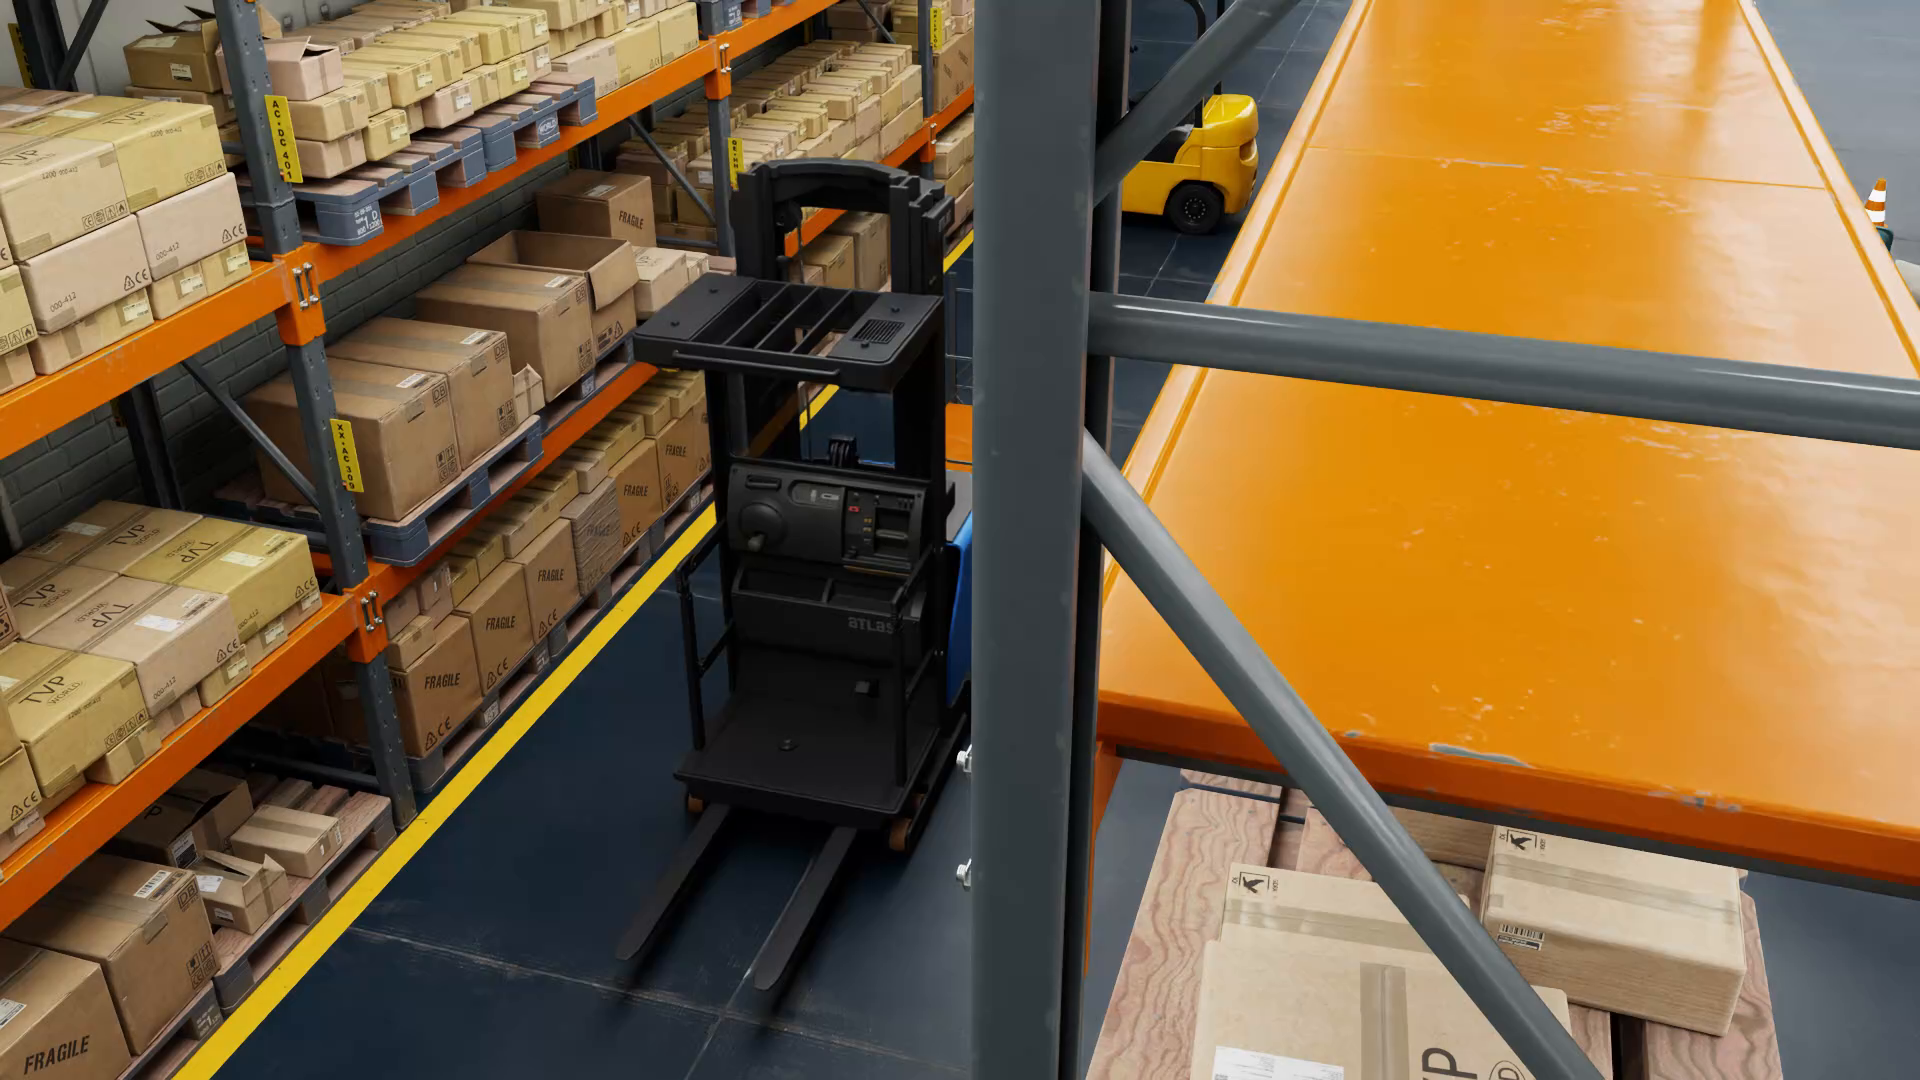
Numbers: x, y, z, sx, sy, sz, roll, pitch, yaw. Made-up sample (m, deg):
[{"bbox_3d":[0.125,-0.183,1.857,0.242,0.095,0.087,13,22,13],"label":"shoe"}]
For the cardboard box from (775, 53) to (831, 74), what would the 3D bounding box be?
[{"bbox_3d":[-1.231,-3.723,13.087,0.380,0.149,0.250,8,30,15],"label":"cardboard box"}]

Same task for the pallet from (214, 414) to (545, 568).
[{"bbox_3d":[-2.729,-0.316,7.930,1.003,0.211,1.213,8,30,15],"label":"pallet"}]

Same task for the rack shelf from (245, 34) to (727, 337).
[{"bbox_3d":[-2.481,-1.970,8.360,1.077,0.370,4.000,8,30,15],"label":"rack shelf"}]

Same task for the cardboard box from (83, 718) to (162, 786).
[{"bbox_3d":[-3.180,0.739,6.094,0.380,0.149,0.250,8,30,14],"label":"cardboard box"}]

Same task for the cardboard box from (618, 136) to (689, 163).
[{"bbox_3d":[-2.022,-2.548,10.974,0.380,0.149,0.250,9,30,16],"label":"cardboard box"}]

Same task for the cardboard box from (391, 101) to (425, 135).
[{"bbox_3d":[-2.510,-1.801,7.041,0.380,0.149,0.250,9,30,15],"label":"cardboard box"}]

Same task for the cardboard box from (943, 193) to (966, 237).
[{"bbox_3d":[-0.261,-2.921,14.812,0.500,0.250,0.500,9,30,15],"label":"cardboard box"}]

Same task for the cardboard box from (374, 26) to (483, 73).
[{"bbox_3d":[-2.366,-2.175,7.406,0.380,0.149,0.250,9,30,16],"label":"cardboard box"}]

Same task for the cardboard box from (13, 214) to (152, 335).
[{"bbox_3d":[-3.112,-0.916,5.574,0.500,0.250,0.500,7,30,13],"label":"cardboard box"}]

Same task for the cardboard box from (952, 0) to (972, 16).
[{"bbox_3d":[-0.112,-4.684,14.508,0.380,0.149,0.250,9,30,16],"label":"cardboard box"}]

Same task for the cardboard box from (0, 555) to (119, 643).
[{"bbox_3d":[-3.612,0.317,6.442,0.500,0.250,0.500,8,30,14],"label":"cardboard box"}]

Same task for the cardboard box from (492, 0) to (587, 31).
[{"bbox_3d":[-2.092,-2.647,8.276,0.380,0.149,0.250,9,30,15],"label":"cardboard box"}]

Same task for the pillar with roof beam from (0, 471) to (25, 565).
[{"bbox_3d":[-0.018,-1.856,4.330,9.100,9.000,0.400,8,30,15],"label":"pillar with roof beam"}]

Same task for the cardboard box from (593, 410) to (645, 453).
[{"bbox_3d":[-2.087,-0.648,9.802,0.380,0.149,0.250,9,30,16],"label":"cardboard box"}]

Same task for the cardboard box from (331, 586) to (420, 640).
[{"bbox_3d":[-2.766,0.314,7.766,0.380,0.149,0.250,8,30,14],"label":"cardboard box"}]

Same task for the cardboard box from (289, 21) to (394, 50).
[{"bbox_3d":[-2.785,-2.237,7.517,0.380,0.149,0.250,8,30,13],"label":"cardboard box"}]

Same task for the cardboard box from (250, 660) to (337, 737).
[{"bbox_3d":[-3.206,0.594,8.235,0.500,0.500,0.500,8,30,15],"label":"cardboard box"}]

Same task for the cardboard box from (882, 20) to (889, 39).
[{"bbox_3d":[-0.831,-4.396,14.297,0.380,0.149,0.250,8,30,13],"label":"cardboard box"}]

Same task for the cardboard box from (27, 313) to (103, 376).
[{"bbox_3d":[-3.129,-0.685,5.569,0.380,0.149,0.250,8,30,15],"label":"cardboard box"}]

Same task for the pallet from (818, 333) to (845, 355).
[{"bbox_3d":[-1.255,-1.626,12.957,1.003,0.211,1.213,8,30,15],"label":"pallet"}]

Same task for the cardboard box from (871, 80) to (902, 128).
[{"bbox_3d":[-0.763,-3.410,12.934,0.500,0.250,0.500,8,30,14],"label":"cardboard box"}]

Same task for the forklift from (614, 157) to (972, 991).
[{"bbox_3d":[-0.667,-0.054,7.331,1.130,2.935,3.031,8,30,14],"label":"forklift"}]

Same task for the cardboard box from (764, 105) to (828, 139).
[{"bbox_3d":[-1.150,-2.937,11.675,0.380,0.149,0.250,9,30,16],"label":"cardboard box"}]

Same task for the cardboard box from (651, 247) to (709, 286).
[{"bbox_3d":[-1.720,-1.617,9.897,0.380,0.149,0.250,9,30,16],"label":"cardboard box"}]

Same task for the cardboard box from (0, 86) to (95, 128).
[{"bbox_3d":[-3.485,-1.448,6.016,0.500,0.250,0.500,8,30,14],"label":"cardboard box"}]

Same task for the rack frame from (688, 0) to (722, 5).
[{"bbox_3d":[-1.894,-4.525,9.127,1.000,3.000,0.127,8,30,15],"label":"rack frame"}]

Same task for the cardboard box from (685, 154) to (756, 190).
[{"bbox_3d":[-1.519,-2.336,10.594,0.380,0.149,0.250,9,30,16],"label":"cardboard box"}]

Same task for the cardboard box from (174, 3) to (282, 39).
[{"bbox_3d":[-2.998,-2.063,6.779,0.396,0.266,0.258,8,30,15],"label":"cardboard box"}]

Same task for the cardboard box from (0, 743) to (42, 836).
[{"bbox_3d":[-3.428,0.867,5.454,0.500,0.250,0.500,8,30,14],"label":"cardboard box"}]

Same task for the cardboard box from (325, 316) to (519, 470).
[{"bbox_3d":[-2.560,-0.705,7.897,0.700,0.500,0.500,9,30,15],"label":"cardboard box"}]

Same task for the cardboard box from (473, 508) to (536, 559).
[{"bbox_3d":[-2.460,-0.048,8.723,0.380,0.149,0.250,8,30,15],"label":"cardboard box"}]

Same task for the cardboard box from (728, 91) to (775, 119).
[{"bbox_3d":[-1.559,-3.126,12.014,0.380,0.149,0.250,9,30,16],"label":"cardboard box"}]

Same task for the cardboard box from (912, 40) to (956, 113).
[{"bbox_3d":[-0.340,-3.974,14.206,0.500,0.500,0.500,8,30,13],"label":"cardboard box"}]

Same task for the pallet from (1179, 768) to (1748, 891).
[{"bbox_3d":[1.068,0.334,3.569,1.003,0.211,1.213,8,30,15],"label":"pallet"}]

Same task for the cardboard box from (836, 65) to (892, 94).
[{"bbox_3d":[-0.739,-3.529,12.737,0.380,0.149,0.250,8,30,13],"label":"cardboard box"}]

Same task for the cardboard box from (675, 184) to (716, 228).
[{"bbox_3d":[-1.506,-2.224,10.802,0.500,0.250,0.500,8,30,15],"label":"cardboard box"}]

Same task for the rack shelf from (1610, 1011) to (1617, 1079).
[{"bbox_3d":[1.091,0.596,3.748,1.077,0.370,4.000,8,30,15],"label":"rack shelf"}]

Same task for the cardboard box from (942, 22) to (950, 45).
[{"bbox_3d":[-0.300,-4.320,14.160,0.380,0.149,0.250,9,30,16],"label":"cardboard box"}]

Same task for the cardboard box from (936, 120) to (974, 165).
[{"bbox_3d":[-0.118,-3.597,14.998,0.500,0.250,0.500,9,30,15],"label":"cardboard box"}]

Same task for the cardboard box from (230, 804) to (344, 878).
[{"bbox_3d":[-2.950,1.319,7.294,0.380,0.149,0.250,8,30,13],"label":"cardboard box"}]

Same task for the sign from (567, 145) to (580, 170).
[{"bbox_3d":[-2.425,-2.487,10.443,0.100,0.325,0.005,8,30,15],"label":"sign"}]

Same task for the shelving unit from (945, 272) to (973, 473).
[{"bbox_3d":[0.022,-0.691,9.949,0.587,1.500,1.083,8,30,15],"label":"shelving unit"}]

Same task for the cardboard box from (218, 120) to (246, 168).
[{"bbox_3d":[-3.045,-1.623,6.720,0.380,0.149,0.250,8,30,15],"label":"cardboard box"}]

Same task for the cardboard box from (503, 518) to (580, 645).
[{"bbox_3d":[-2.413,0.192,8.959,0.500,0.500,0.500,8,30,13],"label":"cardboard box"}]

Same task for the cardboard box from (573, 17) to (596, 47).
[{"bbox_3d":[-2.116,-2.657,8.599,0.380,0.149,0.250,9,30,15],"label":"cardboard box"}]

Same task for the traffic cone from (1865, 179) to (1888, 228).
[{"bbox_3d":[8.449,-3.102,15.350,0.336,0.463,0.334,8,30,15],"label":"traffic cone"}]

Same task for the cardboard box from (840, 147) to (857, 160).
[{"bbox_3d":[-1.079,-2.723,12.213,0.500,0.250,0.500,9,30,16],"label":"cardboard box"}]
